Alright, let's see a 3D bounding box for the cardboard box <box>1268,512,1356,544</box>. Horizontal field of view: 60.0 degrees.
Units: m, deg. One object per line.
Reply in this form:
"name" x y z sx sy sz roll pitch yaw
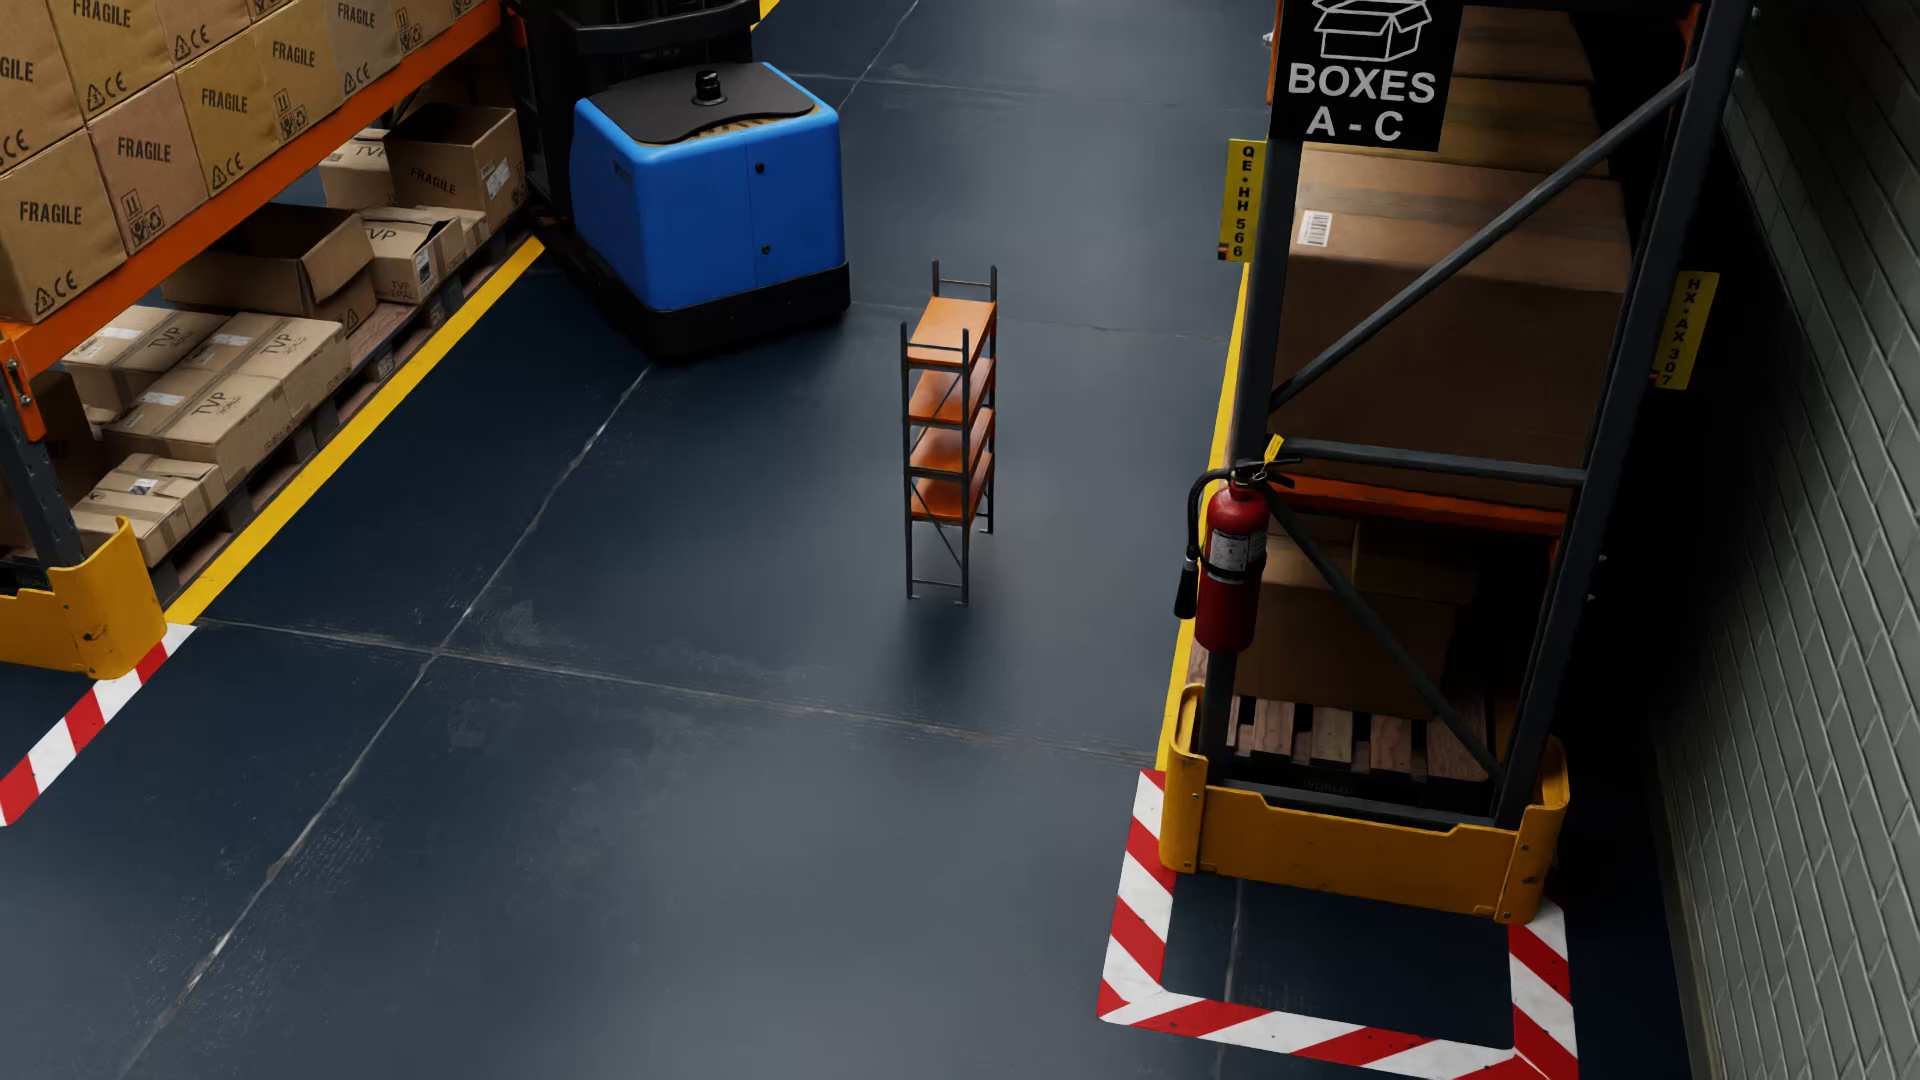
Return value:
"cardboard box" 1.140 -0.137 5.603 0.380 0.149 0.250 7 37 9

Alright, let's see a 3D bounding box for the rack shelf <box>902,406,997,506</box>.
"rack shelf" -0.035 -0.336 6.306 0.258 0.148 0.480 7 37 10

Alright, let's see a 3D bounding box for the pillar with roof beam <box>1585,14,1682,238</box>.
"pillar with roof beam" -1.417 -4.959 5.923 9.100 9.000 0.400 7 37 10

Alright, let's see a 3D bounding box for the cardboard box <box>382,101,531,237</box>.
"cardboard box" -2.592 -1.922 8.601 0.500 0.500 0.500 7 37 10

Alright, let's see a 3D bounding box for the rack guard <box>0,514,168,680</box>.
"rack guard" -3.586 0.143 6.126 1.175 0.500 0.348 7 37 10

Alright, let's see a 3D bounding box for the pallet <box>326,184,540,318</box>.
"pallet" -2.895 -1.596 8.772 1.003 0.211 1.213 7 37 10

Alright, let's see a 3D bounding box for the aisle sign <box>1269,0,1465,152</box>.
"aisle sign" 0.930 -1.255 3.711 0.394 0.787 0.004 7 37 10

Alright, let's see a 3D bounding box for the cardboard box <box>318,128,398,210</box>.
"cardboard box" -3.048 -1.994 8.862 0.500 0.311 0.500 7 37 10

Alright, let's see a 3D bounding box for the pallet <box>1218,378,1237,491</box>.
"pallet" 1.595 -0.243 6.905 1.003 0.211 1.213 7 37 10

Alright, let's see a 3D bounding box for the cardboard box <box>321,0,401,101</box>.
"cardboard box" -2.820 -2.250 7.213 0.500 0.500 0.500 8 37 11

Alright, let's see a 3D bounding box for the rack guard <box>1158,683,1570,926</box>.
"rack guard" 1.233 0.820 5.193 1.175 0.500 0.348 7 37 10

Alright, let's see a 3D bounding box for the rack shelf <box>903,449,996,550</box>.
"rack shelf" -0.035 -0.176 6.423 0.258 0.148 0.480 7 37 10

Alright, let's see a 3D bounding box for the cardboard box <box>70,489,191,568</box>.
"cardboard box" -3.177 -0.046 6.312 0.380 0.149 0.250 7 37 10

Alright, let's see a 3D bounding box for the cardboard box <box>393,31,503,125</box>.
"cardboard box" -2.922 -2.603 9.541 0.500 0.500 0.500 7 37 10

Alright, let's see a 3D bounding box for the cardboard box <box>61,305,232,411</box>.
"cardboard box" -3.494 -0.773 7.229 0.500 0.250 0.500 7 37 10

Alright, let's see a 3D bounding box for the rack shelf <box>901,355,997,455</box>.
"rack shelf" -0.035 -0.518 6.175 0.258 0.148 0.480 7 37 10

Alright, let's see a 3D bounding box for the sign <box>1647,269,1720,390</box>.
"sign" 1.779 -0.516 4.101 0.100 0.325 0.005 7 37 10

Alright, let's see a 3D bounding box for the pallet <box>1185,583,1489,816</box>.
"pallet" 1.333 0.455 5.943 1.003 0.211 1.213 7 37 10

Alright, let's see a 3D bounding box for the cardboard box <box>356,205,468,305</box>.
"cardboard box" -2.752 -1.416 8.063 0.500 0.311 0.500 7 37 10

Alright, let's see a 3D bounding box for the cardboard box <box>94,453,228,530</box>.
"cardboard box" -3.123 -0.196 6.504 0.380 0.166 0.250 7 37 10

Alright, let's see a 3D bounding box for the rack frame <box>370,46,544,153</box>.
"rack frame" -2.747 -3.118 8.497 1.000 3.000 0.127 7 37 10

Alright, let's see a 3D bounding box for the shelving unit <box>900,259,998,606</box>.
"shelving unit" -0.035 -0.391 6.267 0.258 1.200 0.503 7 37 10

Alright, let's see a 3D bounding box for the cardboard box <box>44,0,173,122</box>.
"cardboard box" -3.145 -1.792 5.730 0.500 0.500 0.500 8 37 10

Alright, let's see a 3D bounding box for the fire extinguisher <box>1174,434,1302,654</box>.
"fire extinguisher" 0.755 0.005 4.571 0.296 0.674 0.183 7 37 10

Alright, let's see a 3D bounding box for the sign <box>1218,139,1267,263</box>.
"sign" 0.711 -0.847 4.174 0.100 0.325 0.005 7 37 10

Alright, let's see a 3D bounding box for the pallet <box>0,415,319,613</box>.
"pallet" -3.416 -0.197 6.842 1.003 0.211 1.213 7 37 10

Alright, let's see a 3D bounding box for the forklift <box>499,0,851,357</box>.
"forklift" -1.730 -2.884 8.232 1.130 2.935 3.031 -19 40 -25

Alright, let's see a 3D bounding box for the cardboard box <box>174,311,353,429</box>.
"cardboard box" -2.995 -0.739 7.182 0.500 0.250 0.500 7 37 10

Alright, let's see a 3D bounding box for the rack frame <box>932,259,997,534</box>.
"rack frame" 0.017 -0.531 6.460 0.240 1.200 0.015 7 37 10

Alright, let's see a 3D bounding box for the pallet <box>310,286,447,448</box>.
"pallet" -3.153 -0.894 7.804 1.003 0.211 1.213 7 37 10

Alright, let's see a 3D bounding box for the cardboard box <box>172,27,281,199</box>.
"cardboard box" -3.034 -1.671 6.414 0.500 0.500 0.500 7 37 10

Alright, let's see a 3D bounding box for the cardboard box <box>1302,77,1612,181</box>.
"cardboard box" 1.482 -1.040 5.373 0.980 0.700 0.700 7 37 10

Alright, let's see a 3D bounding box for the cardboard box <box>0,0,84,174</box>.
"cardboard box" -3.249 -1.492 5.315 0.500 0.500 0.500 8 37 11

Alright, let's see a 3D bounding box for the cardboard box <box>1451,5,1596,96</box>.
"cardboard box" 1.654 -1.476 5.975 0.980 0.700 0.700 6 36 8

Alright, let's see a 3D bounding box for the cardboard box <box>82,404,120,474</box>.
"cardboard box" -3.552 -0.420 6.812 0.380 0.166 0.250 7 37 10

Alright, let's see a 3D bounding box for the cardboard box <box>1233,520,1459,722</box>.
"cardboard box" 1.290 0.222 5.660 0.700 0.500 0.500 7 37 10

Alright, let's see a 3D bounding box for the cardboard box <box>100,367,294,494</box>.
"cardboard box" -3.102 -0.453 6.787 0.500 0.250 0.500 7 37 10

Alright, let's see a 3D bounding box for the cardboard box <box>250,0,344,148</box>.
"cardboard box" -2.926 -1.957 6.809 0.500 0.500 0.500 8 37 11

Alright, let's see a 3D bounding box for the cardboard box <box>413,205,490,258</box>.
"cardboard box" -2.613 -1.557 8.397 0.380 0.149 0.250 7 37 10

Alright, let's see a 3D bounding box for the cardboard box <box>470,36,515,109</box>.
"cardboard box" -2.406 -2.531 9.441 0.500 0.500 0.500 6 36 8

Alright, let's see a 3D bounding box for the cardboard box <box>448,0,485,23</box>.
"cardboard box" -2.603 -2.840 8.027 0.500 0.500 0.500 8 37 11

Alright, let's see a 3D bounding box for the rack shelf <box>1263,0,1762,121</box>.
"rack shelf" 1.666 -2.276 5.392 1.077 0.370 4.000 7 37 10

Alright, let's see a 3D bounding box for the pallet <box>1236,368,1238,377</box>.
"pallet" 1.854 -0.944 7.873 1.003 0.211 1.213 7 37 10

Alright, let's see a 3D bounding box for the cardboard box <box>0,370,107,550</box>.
"cardboard box" -3.726 -0.334 6.410 0.500 0.500 0.500 7 37 10

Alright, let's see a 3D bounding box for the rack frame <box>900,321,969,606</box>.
"rack frame" -0.087 -0.251 6.074 0.240 1.200 0.015 7 37 10

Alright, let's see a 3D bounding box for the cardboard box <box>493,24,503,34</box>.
"cardboard box" -2.808 -2.886 9.930 0.500 0.500 0.500 7 37 10

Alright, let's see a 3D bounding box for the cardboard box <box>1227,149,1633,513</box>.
"cardboard box" 1.338 -0.621 4.796 0.980 0.700 0.700 9 37 12

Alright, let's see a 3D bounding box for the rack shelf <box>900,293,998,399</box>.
"rack shelf" -0.035 -0.709 6.036 0.258 0.148 0.480 7 37 10

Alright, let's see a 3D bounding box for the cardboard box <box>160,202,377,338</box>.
"cardboard box" -3.144 -1.208 7.613 0.797 0.503 0.637 7 37 10

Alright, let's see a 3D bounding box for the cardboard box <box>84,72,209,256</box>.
"cardboard box" -3.144 -1.383 6.018 0.500 0.500 0.500 7 37 10

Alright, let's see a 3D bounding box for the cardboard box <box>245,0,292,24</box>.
"cardboard box" -2.926 -2.370 6.527 0.500 0.500 0.500 7 37 10

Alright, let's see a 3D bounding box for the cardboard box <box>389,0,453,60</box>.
"cardboard box" -2.712 -2.544 7.619 0.500 0.500 0.500 8 37 11

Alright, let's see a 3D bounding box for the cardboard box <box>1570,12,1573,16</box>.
"cardboard box" 1.800 -1.894 6.552 0.980 0.700 0.700 6 36 9

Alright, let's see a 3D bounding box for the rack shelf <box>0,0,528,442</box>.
"rack shelf" -3.175 -1.680 7.126 1.077 0.370 4.000 7 37 10

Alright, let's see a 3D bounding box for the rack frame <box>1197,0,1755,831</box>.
"rack frame" 1.238 -0.206 4.479 1.000 3.000 0.127 7 37 10

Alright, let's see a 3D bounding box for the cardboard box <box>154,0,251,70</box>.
"cardboard box" -3.033 -2.079 6.125 0.500 0.500 0.500 8 37 11

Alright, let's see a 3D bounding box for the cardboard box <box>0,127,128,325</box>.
"cardboard box" -3.249 -1.087 5.609 0.500 0.500 0.500 8 37 11

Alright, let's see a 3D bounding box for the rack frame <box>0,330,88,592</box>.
"rack frame" -3.602 -0.825 5.332 1.000 3.000 0.127 7 37 10

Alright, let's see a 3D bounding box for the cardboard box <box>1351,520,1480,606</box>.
"cardboard box" 1.459 0.056 5.336 0.380 0.149 0.250 8 37 10

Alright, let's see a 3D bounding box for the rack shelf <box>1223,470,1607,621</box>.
"rack shelf" 1.666 -1.062 6.272 1.077 0.370 4.000 7 37 10
